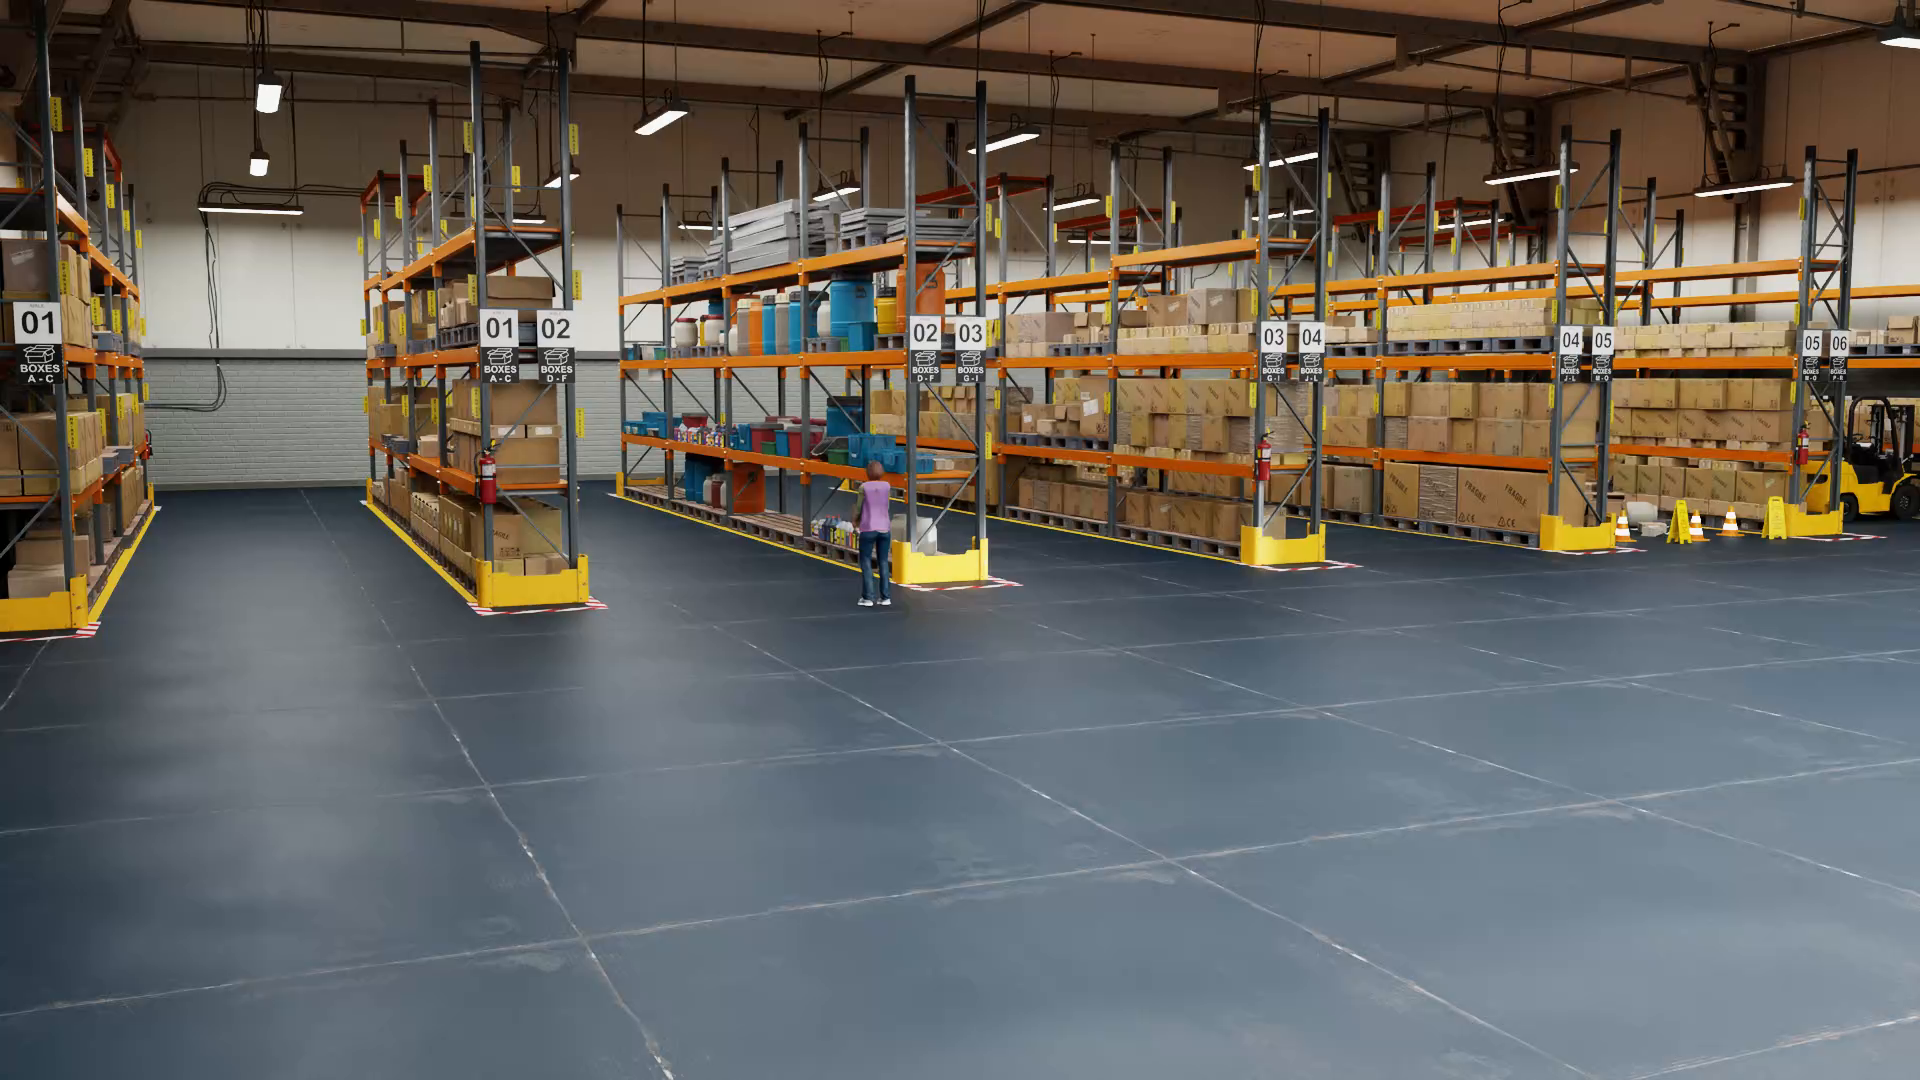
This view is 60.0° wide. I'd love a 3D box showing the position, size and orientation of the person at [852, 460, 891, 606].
[{"bbox_3d":[-0.964,-0.085,18.106,0.407,1.588,0.496,-2,6,-24],"label":"person"}]
